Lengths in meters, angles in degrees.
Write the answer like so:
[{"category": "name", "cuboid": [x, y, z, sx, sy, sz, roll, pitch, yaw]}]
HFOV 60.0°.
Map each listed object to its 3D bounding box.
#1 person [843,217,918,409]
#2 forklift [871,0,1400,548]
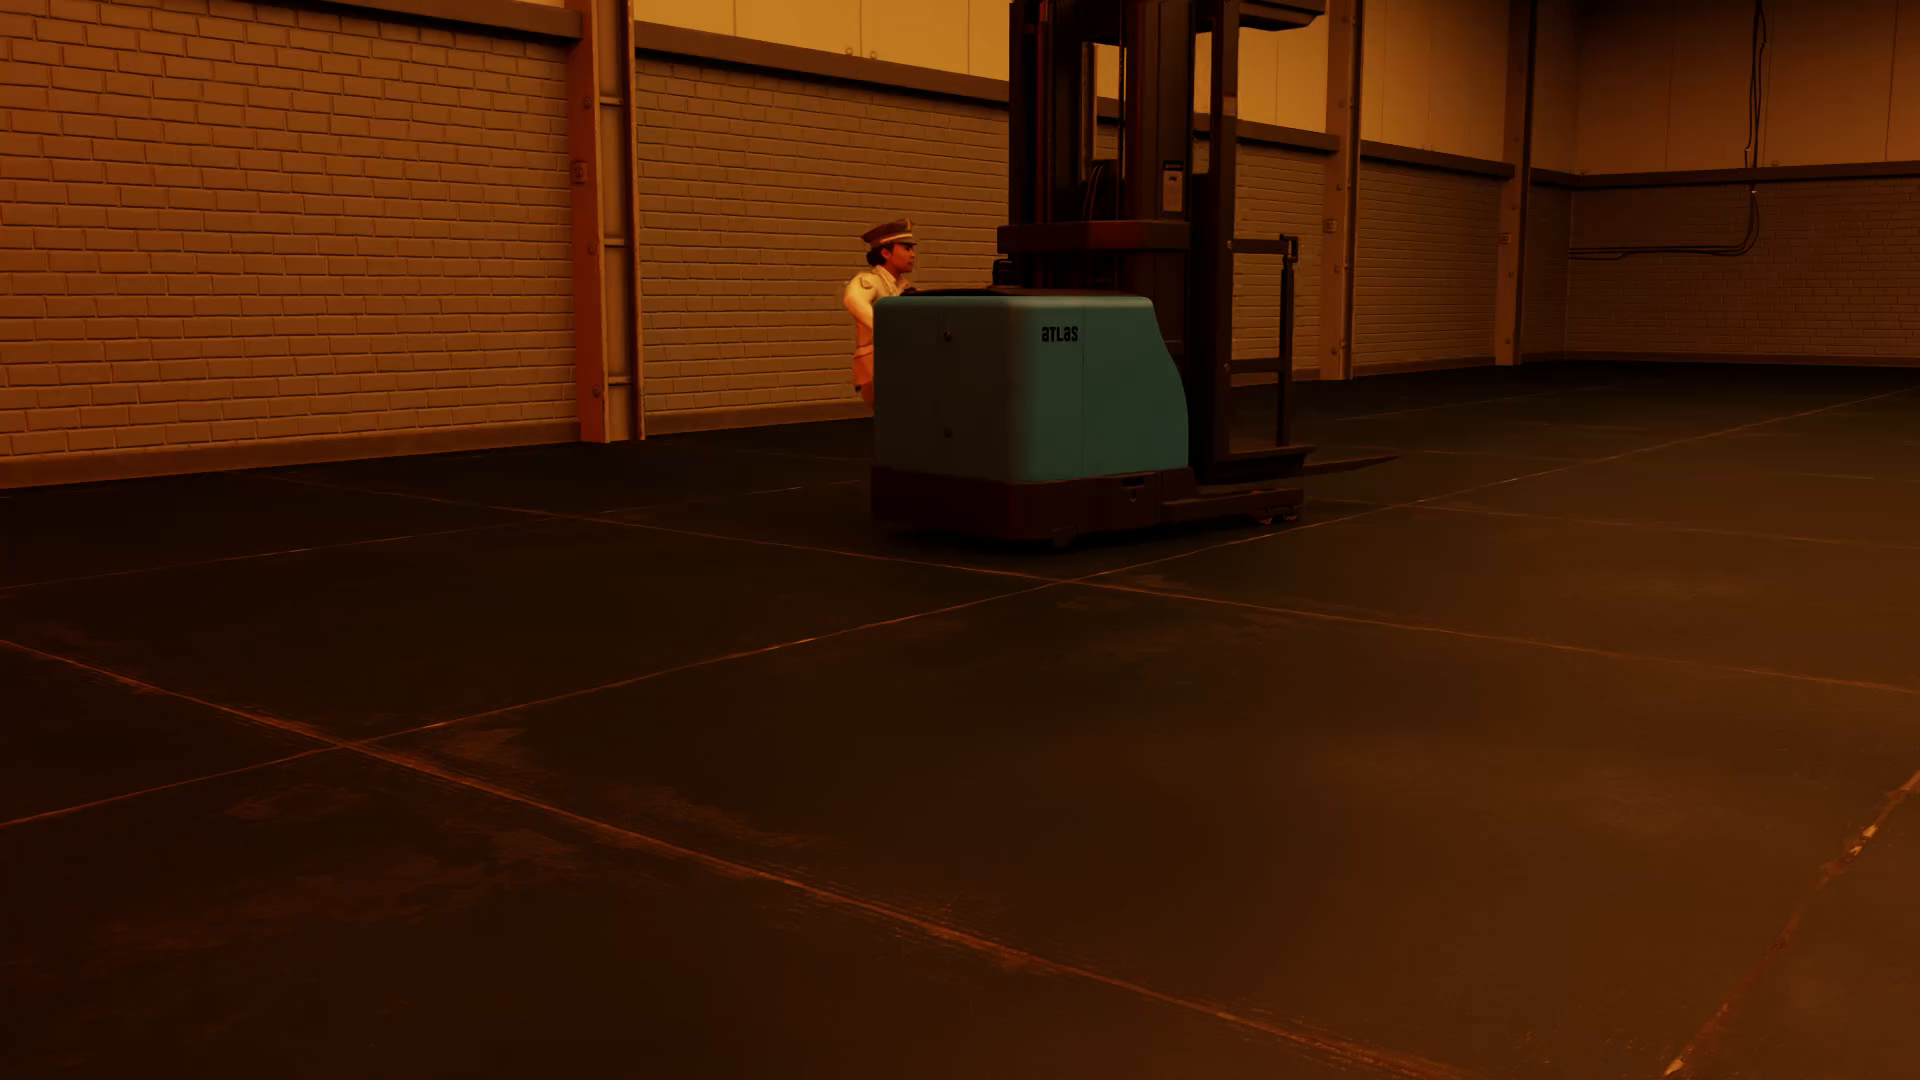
[{"category": "person", "cuboid": [-0.121, -0.813, 7.926, 0.795, 1.439, 0.902, 3, 9, 17]}, {"category": "forklift", "cuboid": [1.026, -1.572, 8.023, 3.031, 2.935, 1.130, -7, 11, -41]}]
